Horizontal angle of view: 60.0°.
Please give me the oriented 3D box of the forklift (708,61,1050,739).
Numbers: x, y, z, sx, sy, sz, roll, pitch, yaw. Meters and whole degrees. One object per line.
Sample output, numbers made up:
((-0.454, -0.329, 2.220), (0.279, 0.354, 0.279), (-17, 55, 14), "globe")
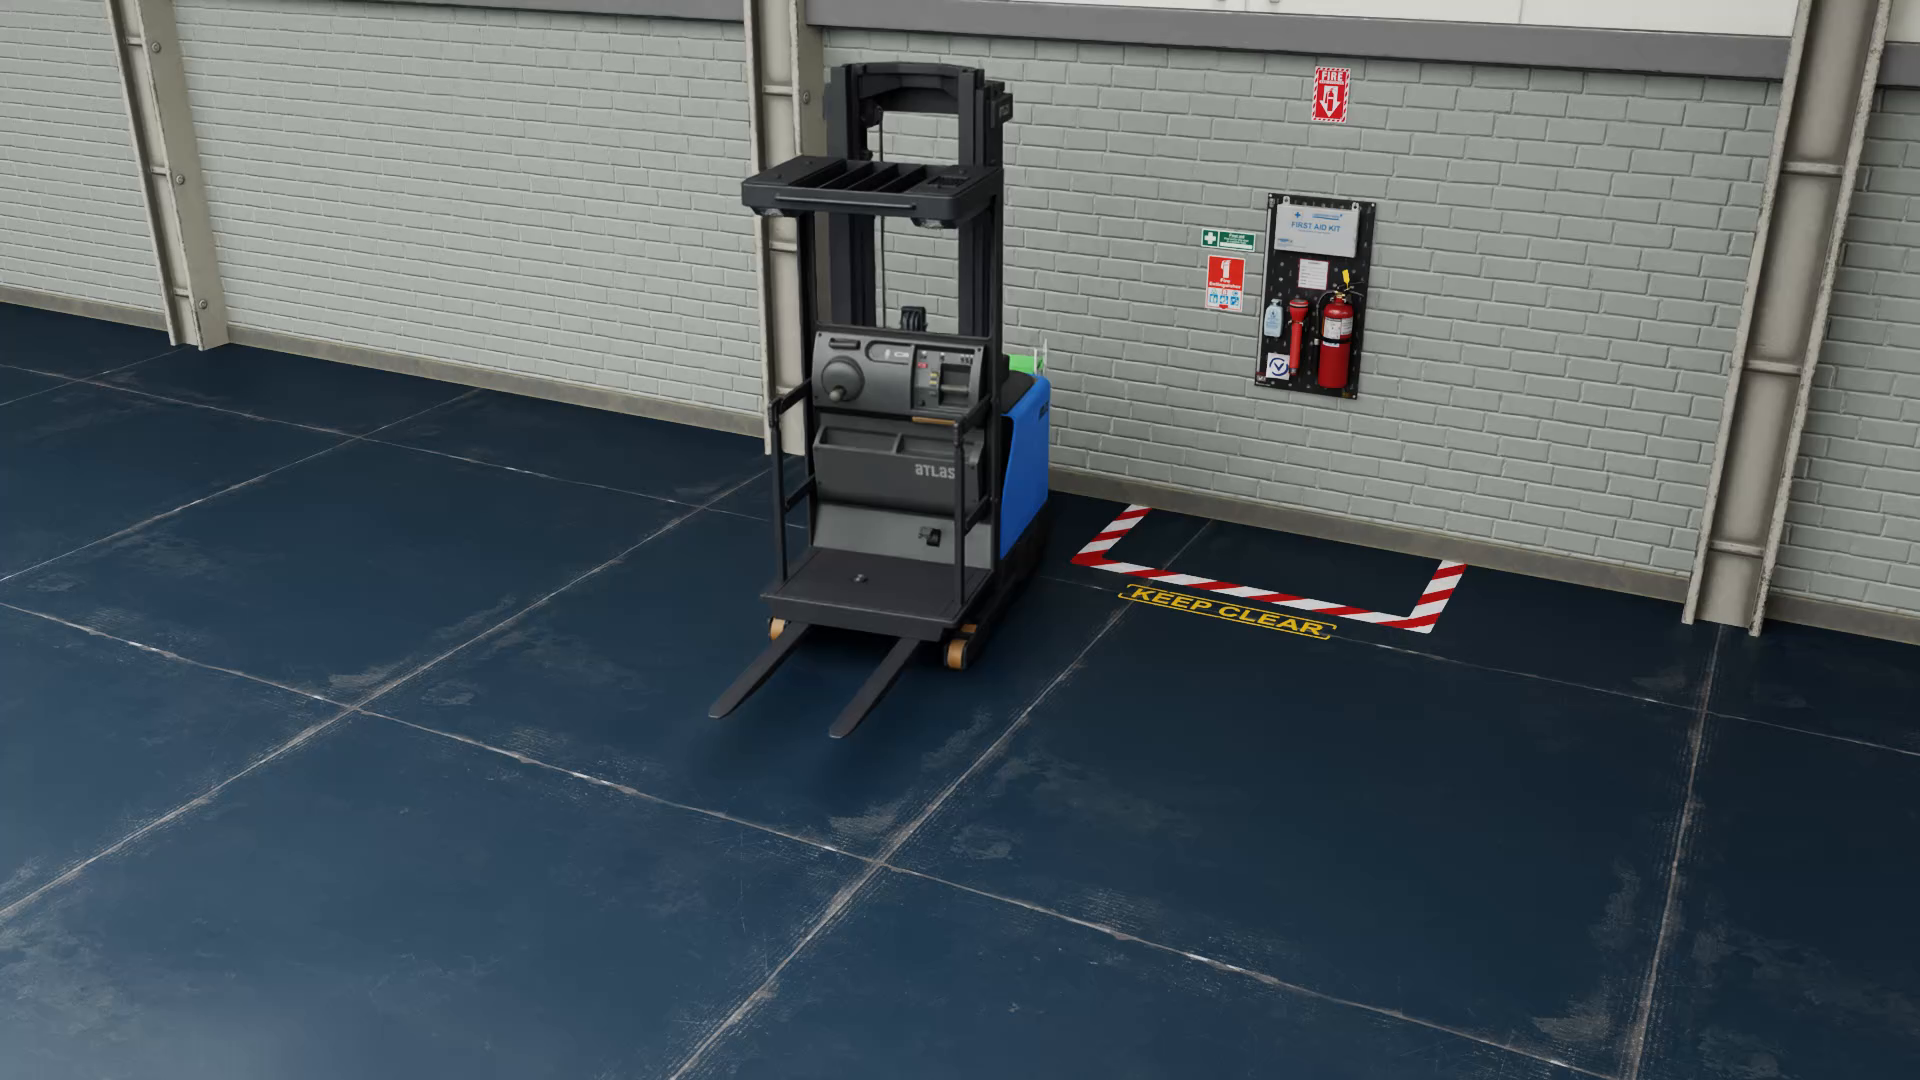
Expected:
((-0.392, -0.846, 8.493), (1.130, 2.935, 3.031), (7, 24, 16), "forklift")

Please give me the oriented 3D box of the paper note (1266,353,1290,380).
((1.914, -1.044, 9.997), (0.142, 0.148, 0.016), (11, 25, 25), "paper note")

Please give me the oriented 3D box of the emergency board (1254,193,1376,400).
((2.041, -1.394, 9.694), (0.643, 1.169, 0.194), (11, 25, 25), "emergency board")

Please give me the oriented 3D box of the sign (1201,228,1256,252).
((1.594, -1.784, 9.889), (0.331, 0.109, 0.001), (11, 25, 25), "sign")

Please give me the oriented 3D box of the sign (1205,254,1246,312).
((1.594, -1.544, 10.002), (0.234, 0.329, 0.001), (11, 25, 25), "sign")

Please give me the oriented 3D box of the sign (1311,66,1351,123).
((2.079, -2.497, 9.326), (0.199, 0.298, 0.001), (11, 25, 25), "sign")

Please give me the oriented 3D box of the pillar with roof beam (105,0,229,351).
((-8.422, -4.320, 8.910), (0.400, 9.000, 9.100), (11, 25, 25), "pillar with roof beam")

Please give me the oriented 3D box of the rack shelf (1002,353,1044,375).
((0.251, -1.035, 10.087), (0.480, 0.148, 0.258), (7, 24, 16), "rack shelf")

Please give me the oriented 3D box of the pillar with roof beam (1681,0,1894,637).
((2.287, -2.201, 3.927), (0.400, 9.000, 9.100), (11, 25, 25), "pillar with roof beam")

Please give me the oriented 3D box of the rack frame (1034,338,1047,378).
((0.483, -0.623, 10.180), (0.015, 1.200, 0.240), (7, 24, 16), "rack frame")

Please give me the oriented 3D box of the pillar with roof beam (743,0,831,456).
((-3.068, -3.261, 6.419), (0.400, 9.000, 9.100), (11, 25, 25), "pillar with roof beam")

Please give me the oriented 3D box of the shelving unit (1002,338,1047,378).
((0.251, -0.652, 10.249), (0.503, 1.200, 0.258), (7, 24, 16), "shelving unit")
